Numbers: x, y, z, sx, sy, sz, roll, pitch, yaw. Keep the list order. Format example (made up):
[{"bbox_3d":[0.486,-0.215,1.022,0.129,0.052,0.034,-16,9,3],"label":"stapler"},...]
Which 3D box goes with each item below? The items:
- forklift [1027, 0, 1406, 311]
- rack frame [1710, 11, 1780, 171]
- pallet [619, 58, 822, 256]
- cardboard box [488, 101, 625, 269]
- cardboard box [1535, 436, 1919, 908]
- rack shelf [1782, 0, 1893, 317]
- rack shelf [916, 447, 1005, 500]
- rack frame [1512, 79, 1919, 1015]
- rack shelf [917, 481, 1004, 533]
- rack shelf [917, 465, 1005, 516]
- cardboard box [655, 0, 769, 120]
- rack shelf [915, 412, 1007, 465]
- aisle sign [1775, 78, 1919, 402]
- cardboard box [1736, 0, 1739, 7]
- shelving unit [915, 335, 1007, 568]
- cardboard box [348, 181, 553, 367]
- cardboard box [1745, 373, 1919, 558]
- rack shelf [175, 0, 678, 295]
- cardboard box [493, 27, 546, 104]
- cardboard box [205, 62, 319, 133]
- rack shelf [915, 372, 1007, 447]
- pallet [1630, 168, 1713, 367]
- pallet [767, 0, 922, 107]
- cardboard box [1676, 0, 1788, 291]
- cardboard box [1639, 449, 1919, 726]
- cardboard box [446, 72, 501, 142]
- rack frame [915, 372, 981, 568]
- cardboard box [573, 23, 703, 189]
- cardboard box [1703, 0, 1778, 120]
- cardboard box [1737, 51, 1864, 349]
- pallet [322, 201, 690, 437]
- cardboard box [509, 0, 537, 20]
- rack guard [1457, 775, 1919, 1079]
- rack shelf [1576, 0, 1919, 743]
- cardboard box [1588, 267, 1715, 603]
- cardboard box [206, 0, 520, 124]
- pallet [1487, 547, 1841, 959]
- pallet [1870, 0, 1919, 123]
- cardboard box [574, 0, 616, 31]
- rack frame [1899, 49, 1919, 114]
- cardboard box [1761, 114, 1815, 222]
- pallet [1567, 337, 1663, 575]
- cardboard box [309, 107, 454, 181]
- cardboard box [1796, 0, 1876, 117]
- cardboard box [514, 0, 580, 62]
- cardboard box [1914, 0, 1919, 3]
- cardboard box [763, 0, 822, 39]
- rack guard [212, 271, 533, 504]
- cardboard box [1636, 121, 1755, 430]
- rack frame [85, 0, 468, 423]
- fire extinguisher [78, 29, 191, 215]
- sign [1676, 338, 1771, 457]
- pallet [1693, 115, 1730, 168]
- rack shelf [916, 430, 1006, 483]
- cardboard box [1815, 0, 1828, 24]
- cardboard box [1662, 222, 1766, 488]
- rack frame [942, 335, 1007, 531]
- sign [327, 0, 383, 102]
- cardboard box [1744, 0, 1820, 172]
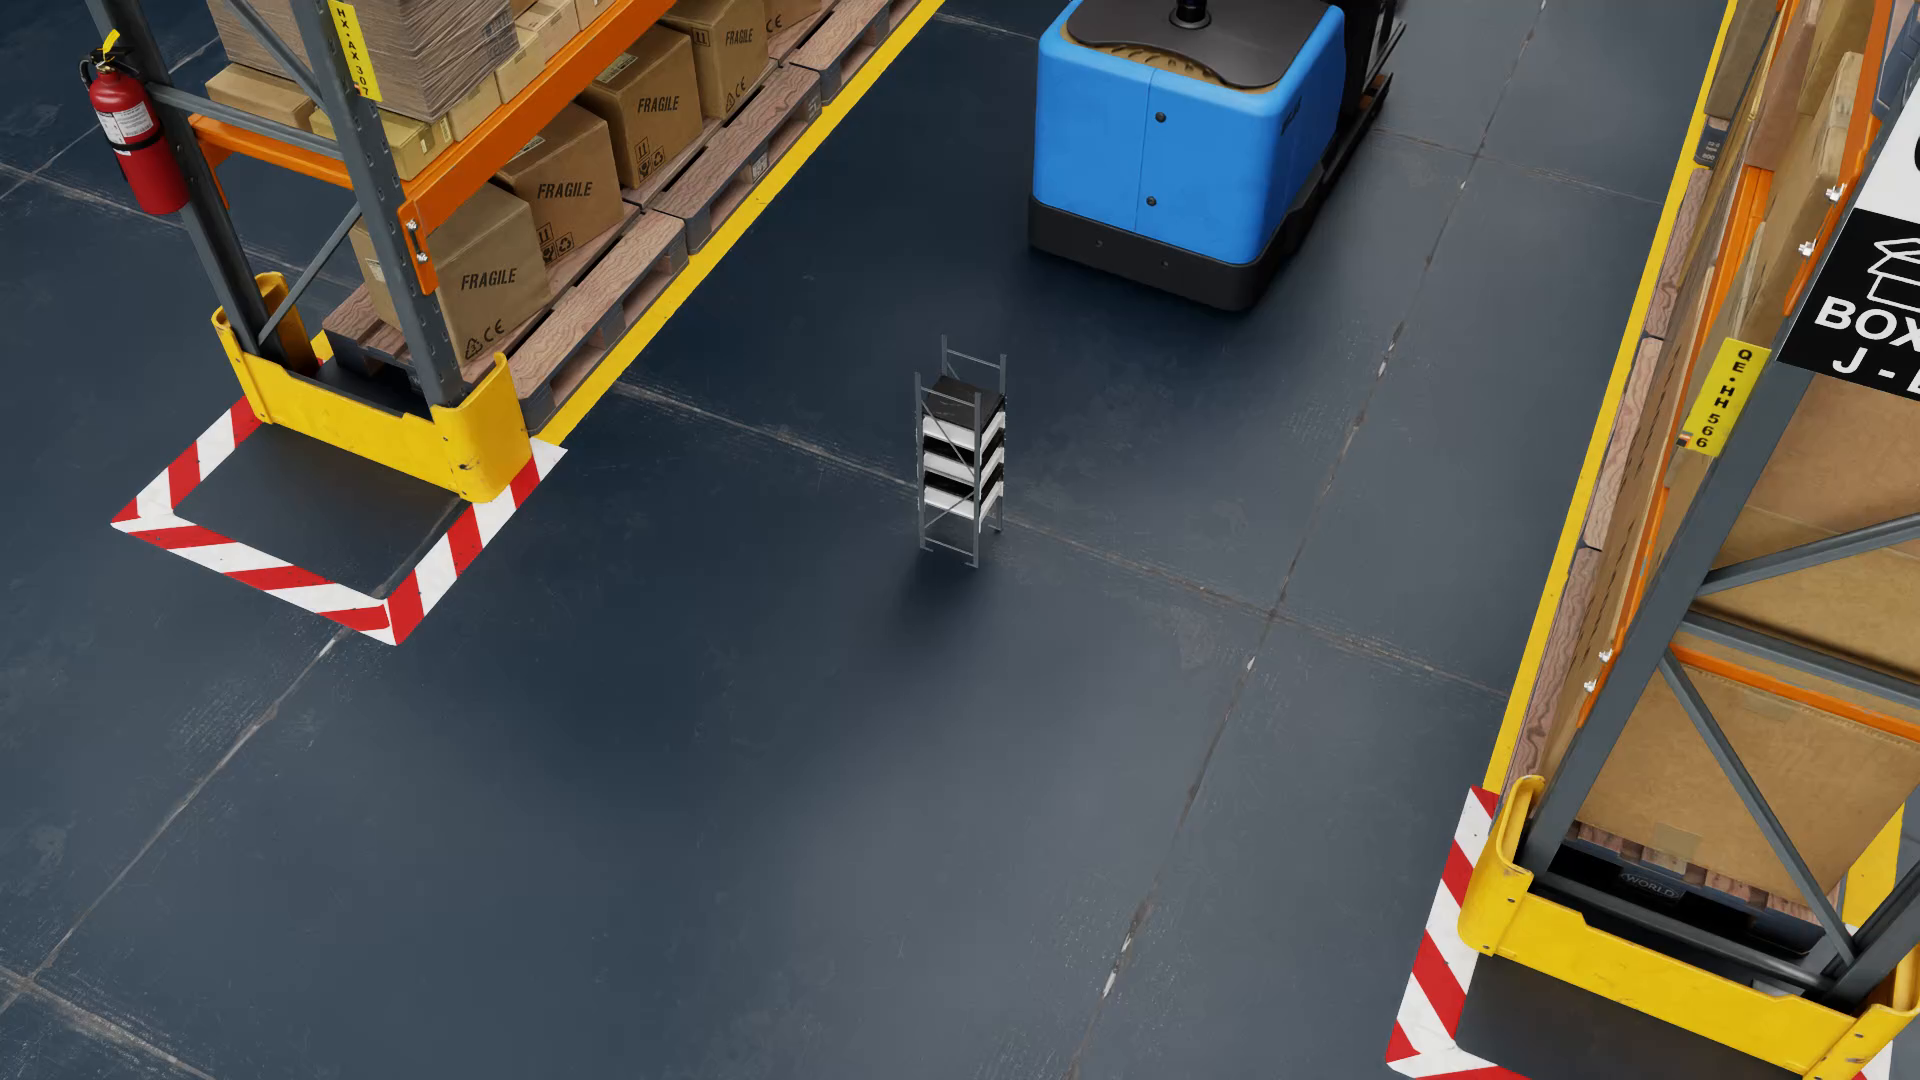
[{"bbox_3d":[1.419,-3.043,6.915,1.130,2.935,3.031,21,53,17],"label":"forklift"},{"bbox_3d":[3.857,-2.422,6.341,1.000,3.000,0.127,20,52,16],"label":"rack frame"},{"bbox_3d":[-1.359,-1.885,7.715,1.003,0.211,1.213,20,52,16],"label":"pallet"},{"bbox_3d":[-1.787,-1.525,6.943,0.500,0.500,0.500,33,57,25],"label":"cardboard box"},{"bbox_3d":[2.378,0.396,5.063,0.875,0.875,0.875,20,53,16],"label":"cardboard box"},{"bbox_3d":[3.003,-1.784,4.301,1.077,0.370,4.000,20,52,16],"label":"rack shelf"},{"bbox_3d":[0.003,-0.276,5.937,0.258,0.077,0.200,20,52,16],"label":"rack shelf"},{"bbox_3d":[2.148,0.332,3.998,1.000,3.000,0.127,20,52,16],"label":"rack frame"},{"bbox_3d":[0.003,-0.159,6.075,0.258,0.077,0.200,20,52,16],"label":"rack shelf"},{"bbox_3d":[0.003,-0.217,6.006,0.258,0.077,0.200,20,52,16],"label":"rack shelf"},{"bbox_3d":[-1.223,-2.319,7.619,0.500,0.500,0.500,16,51,13],"label":"cardboard box"},{"bbox_3d":[0.003,-0.392,5.800,0.258,0.077,0.200,20,52,16],"label":"rack shelf"},{"bbox_3d":[1.847,-0.559,3.049,0.394,0.787,0.004,20,52,16],"label":"aisle sign"},{"bbox_3d":[4.457,-2.949,7.991,1.050,0.750,0.750,20,52,16],"label":"cardboard box"},{"bbox_3d":[0.003,-0.297,5.912,0.258,0.900,0.210,20,52,16],"label":"shelving unit"},{"bbox_3d":[-2.011,-1.102,6.583,0.500,0.500,0.500,29,55,22],"label":"cardboard box"},{"bbox_3d":[2.342,-0.309,3.736,0.875,0.550,0.550,20,52,16],"label":"cardboard box"},{"bbox_3d":[-1.439,-2.495,6.876,1.077,0.370,4.000,20,52,16],"label":"rack shelf"},{"bbox_3d":[-1.711,-1.722,5.910,0.380,0.149,0.250,20,52,16],"label":"cardboard box"},{"bbox_3d":[-2.358,-1.533,5.750,0.380,0.149,0.250,20,52,16],"label":"cardboard box"},{"bbox_3d":[0.003,-0.451,5.732,0.258,0.077,0.200,20,52,16],"label":"rack shelf"},{"bbox_3d":[3.462,-1.020,6.980,1.003,0.211,1.213,20,52,16],"label":"pallet"},{"bbox_3d":[-0.839,-2.728,8.433,1.003,0.211,1.213,20,52,16],"label":"pallet"},{"bbox_3d":[3.525,-1.459,6.642,0.875,0.875,0.875,21,53,17],"label":"cardboard box"},{"bbox_3d":[2.266,0.013,4.171,0.875,0.550,0.550,20,52,16],"label":"cardboard box"},{"bbox_3d":[-1.832,-1.554,5.768,0.380,0.149,0.250,20,52,16],"label":"cardboard box"},{"bbox_3d":[-0.040,-0.227,5.852,0.240,0.900,0.006,20,52,16],"label":"rack frame"},{"bbox_3d":[-1.502,-1.949,7.305,0.500,0.500,0.500,24,54,19],"label":"cardboard box"},{"bbox_3d":[4.041,-2.286,7.427,1.050,0.750,0.750,20,52,16],"label":"cardboard box"},{"bbox_3d":[2.493,-0.718,4.084,0.875,0.550,0.550,20,52,16],"label":"cardboard box"},{"bbox_3d":[-1.882,-1.048,7.003,1.003,0.211,1.213,20,52,16],"label":"pallet"},{"bbox_3d":[-1.928,-2.233,5.920,0.875,0.500,0.500,20,52,16],"label":"cardboard box"},{"bbox_3d":[2.138,1.159,4.936,1.175,0.500,0.348,20,52,16],"label":"rack guard"},{"bbox_3d":[3.003,-0.812,5.444,1.077,0.370,4.000,20,52,16],"label":"rack shelf"},{"bbox_3d":[2.752,-0.210,5.579,0.875,0.875,0.875,19,52,16],"label":"cardboard box"},{"bbox_3d":[-2.033,-1.850,5.593,0.875,0.500,0.500,20,52,16],"label":"cardboard box"},{"bbox_3d":[2.419,0.660,5.550,1.003,0.211,1.213,20,52,16],"label":"pallet"},{"bbox_3d":[2.456,-1.125,3.327,1.003,0.211,1.213,20,52,16],"label":"pallet"},{"bbox_3d":[-1.510,-2.070,6.207,0.380,0.149,0.250,20,52,16],"label":"cardboard box"},{"bbox_3d":[2.148,-1.612,1.713,1.000,3.000,0.127,20,52,16],"label":"rack frame"},{"bbox_3d":[3.023,-1.096,5.114,0.875,0.550,0.500,20,52,16],"label":"cardboard box"},{"bbox_3d":[2.942,-0.177,6.262,1.003,0.211,1.213,20,52,16],"label":"pallet"},{"bbox_3d":[-1.956,-1.388,5.627,0.380,0.149,0.250,20,52,16],"label":"cardboard box"},{"bbox_3d":[2.964,-1.467,4.721,0.875,0.550,0.500,20,52,16],"label":"cardboard box"},{"bbox_3d":[-1.623,-1.901,6.063,0.380,0.149,0.250,20,52,16],"label":"cardboard box"},{"bbox_3d":[1.984,-1.066,3.042,0.380,0.149,0.250,20,52,16],"label":"cardboard box"},{"bbox_3d":[-1.029,-2.772,8.005,0.500,0.500,0.500,36,58,27],"label":"cardboard box"},{"bbox_3d":[-2.261,-0.593,6.427,1.175,0.500,0.348,20,52,16],"label":"rack guard"},{"bbox_3d":[3.144,-0.837,6.112,0.875,0.875,0.875,20,53,16],"label":"cardboard box"},{"bbox_3d":[-2.293,-1.351,5.430,1.000,3.000,0.127,20,52,16],"label":"rack frame"},{"bbox_3d":[-2.759,-1.397,5.520,0.296,0.674,0.183,20,52,16],"label":"fire extinguisher"},{"bbox_3d":[1.664,-0.306,3.625,0.100,0.325,0.005,20,52,16],"label":"sign"},{"bbox_3d":[4.119,-2.074,7.876,1.003,0.211,1.213,20,52,16],"label":"pallet"},{"bbox_3d":[0.003,-0.334,5.869,0.258,0.077,0.200,20,52,16],"label":"rack shelf"},{"bbox_3d":[3.184,-1.834,5.034,0.875,0.550,0.550,20,52,16],"label":"cardboard box"},{"bbox_3d":[2.481,-0.372,4.499,0.875,0.550,0.550,20,52,16],"label":"cardboard box"},{"bbox_3d":[0.047,-0.367,5.972,0.240,0.900,0.006,20,52,16],"label":"rack frame"},{"bbox_3d":[-1.802,-1.455,4.950,0.100,0.325,0.005,20,52,16],"label":"sign"},{"bbox_3d":[3.159,-1.493,5.453,0.875,0.550,0.550,20,52,16],"label":"cardboard box"}]
